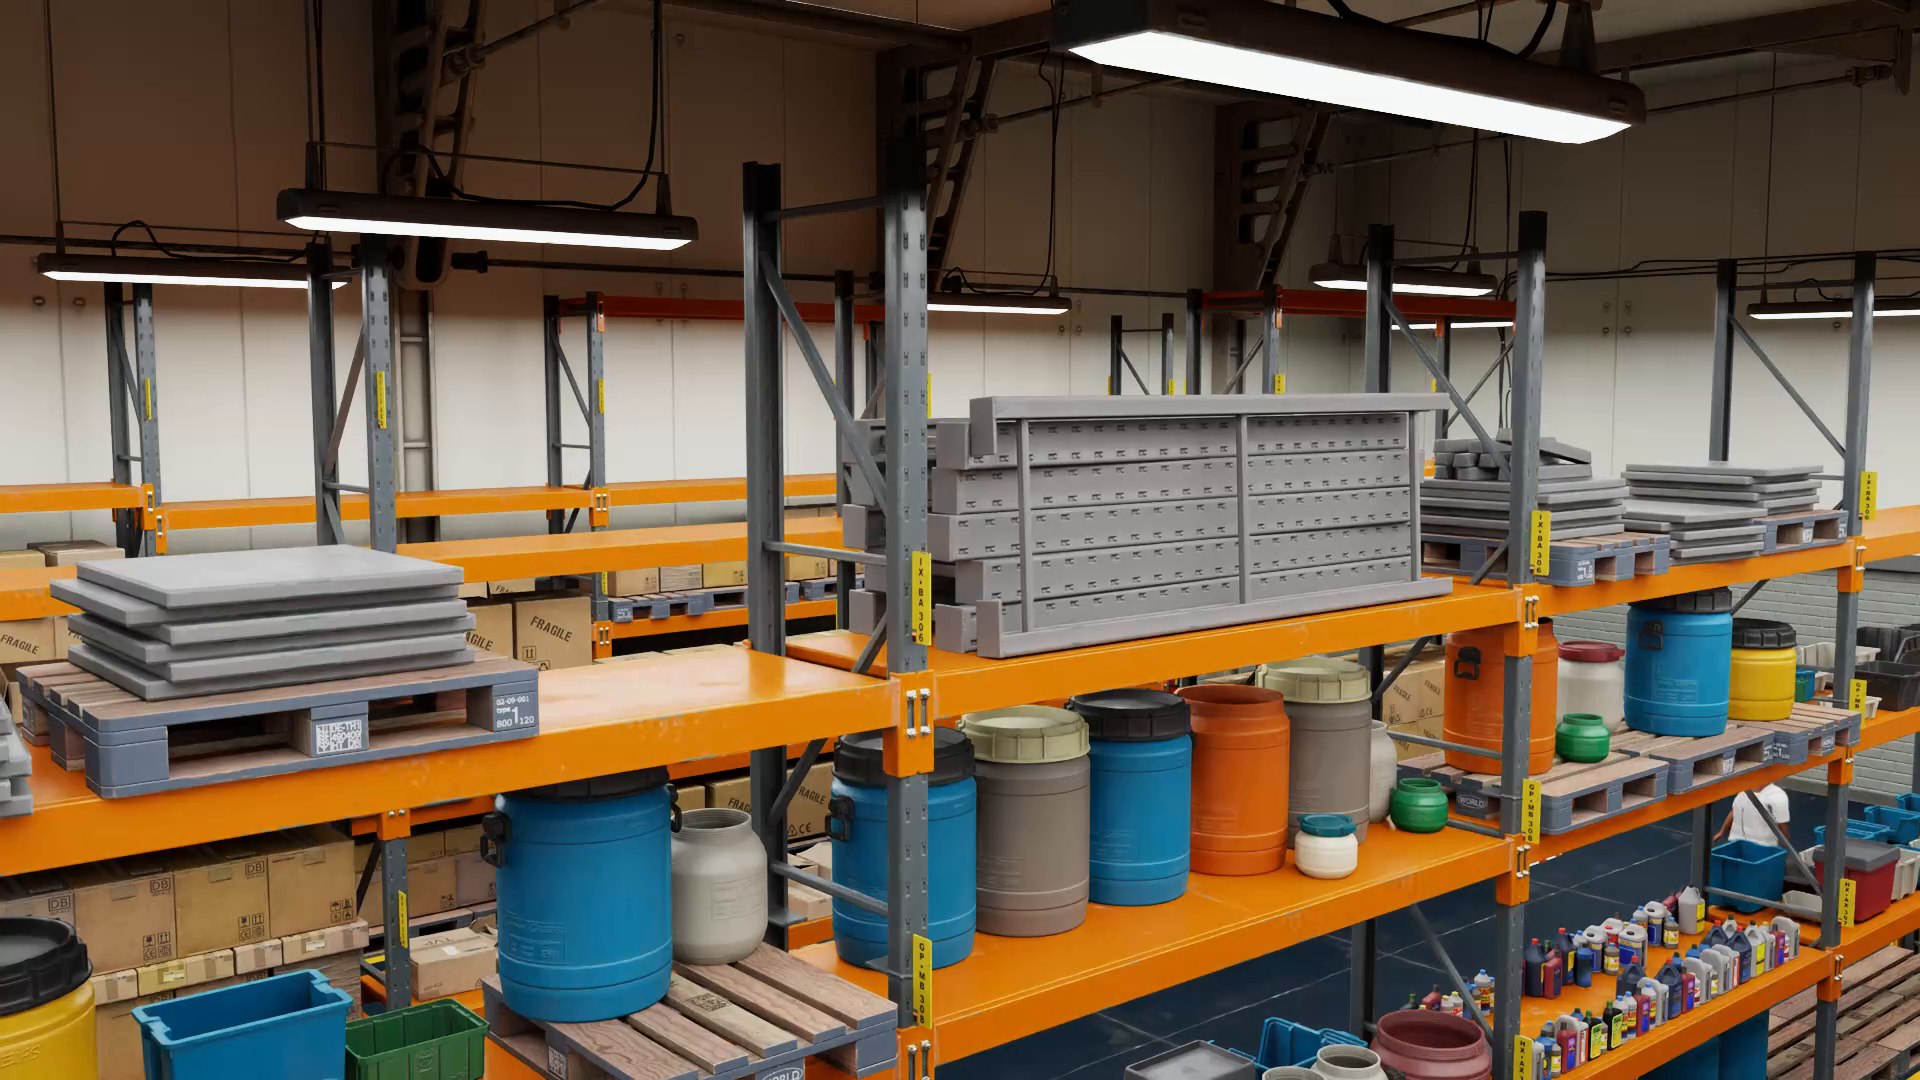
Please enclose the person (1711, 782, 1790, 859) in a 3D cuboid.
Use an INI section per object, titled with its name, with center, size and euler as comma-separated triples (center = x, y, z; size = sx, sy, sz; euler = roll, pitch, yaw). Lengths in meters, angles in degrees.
[person]
center = 7.337, 2.832, 15.425
size = 1.022, 1.726, 0.721
euler = -4, 7, -35
